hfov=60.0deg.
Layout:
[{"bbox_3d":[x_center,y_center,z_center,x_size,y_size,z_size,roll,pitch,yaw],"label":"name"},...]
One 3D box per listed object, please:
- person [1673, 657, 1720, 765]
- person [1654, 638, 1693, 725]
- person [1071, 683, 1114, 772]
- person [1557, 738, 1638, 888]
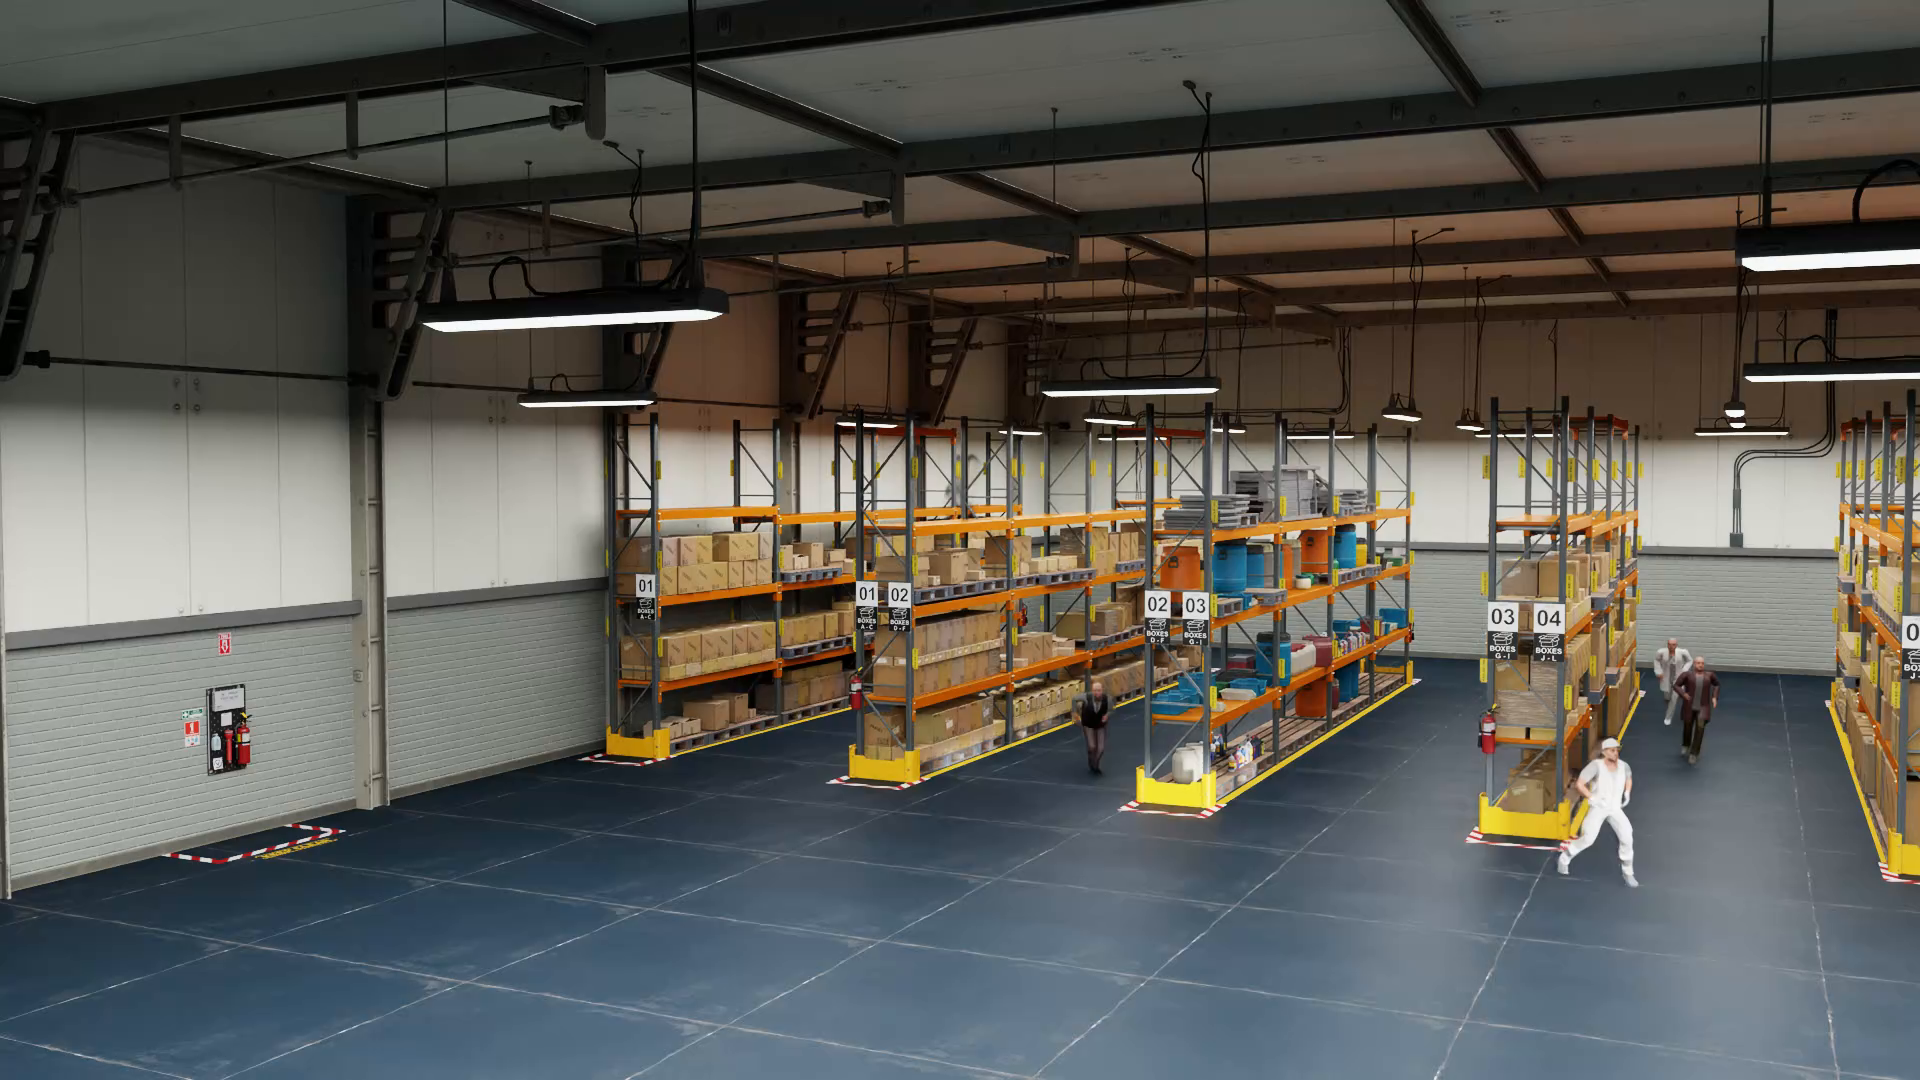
[{"bbox_3d":[12.664,2.906,28.603,0.749,1.801,1.012,1,3,24],"label":"person"},{"bbox_3d":[14.154,2.781,33.024,0.712,1.727,0.890,1,3,23],"label":"person"},{"bbox_3d":[2.175,3.080,27.260,0.685,1.549,0.865,0,2,-3],"label":"person"},{"bbox_3d":[7.797,3.284,20.200,0.898,1.775,0.766,0,2,-11],"label":"person"}]
